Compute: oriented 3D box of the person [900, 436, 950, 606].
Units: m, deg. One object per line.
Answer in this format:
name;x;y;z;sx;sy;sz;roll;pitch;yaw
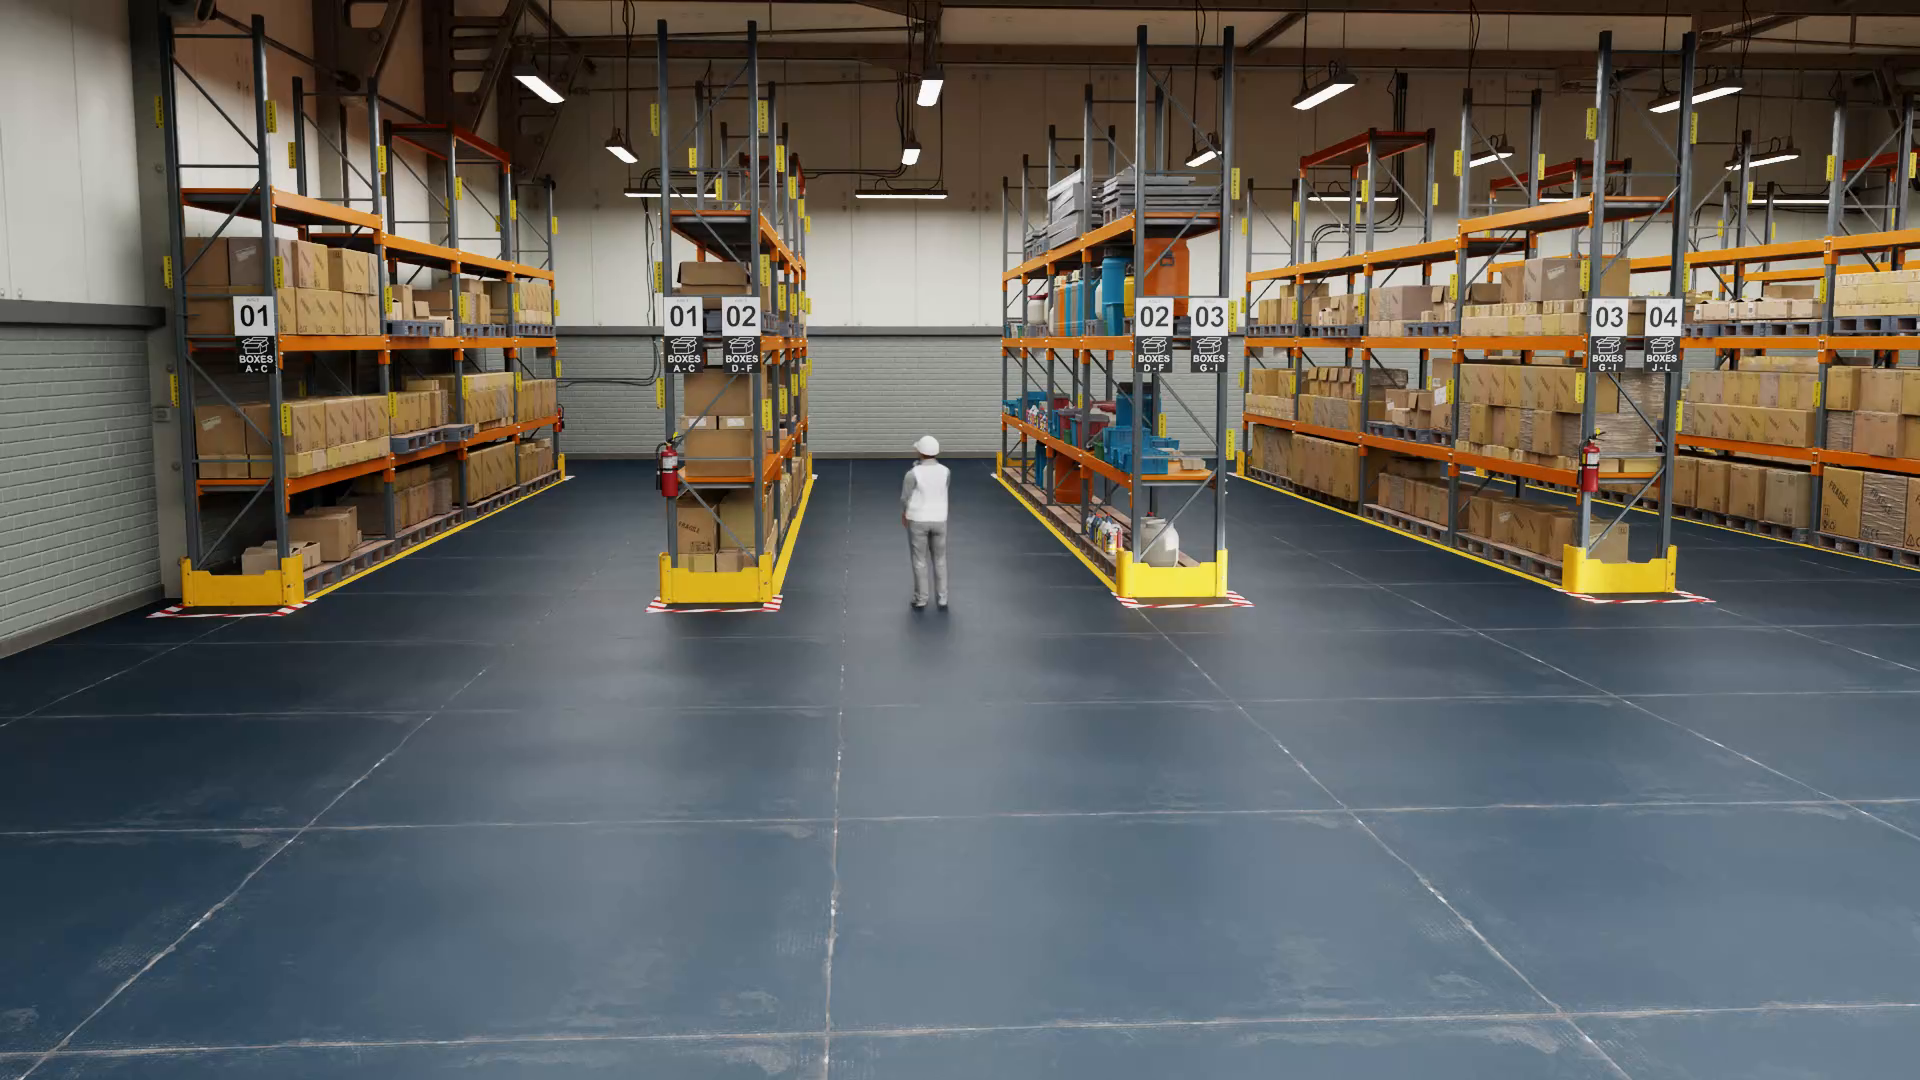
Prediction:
person;-0.354;-0.208;17.338;0.576;1.776;0.509;-3;7;-24
